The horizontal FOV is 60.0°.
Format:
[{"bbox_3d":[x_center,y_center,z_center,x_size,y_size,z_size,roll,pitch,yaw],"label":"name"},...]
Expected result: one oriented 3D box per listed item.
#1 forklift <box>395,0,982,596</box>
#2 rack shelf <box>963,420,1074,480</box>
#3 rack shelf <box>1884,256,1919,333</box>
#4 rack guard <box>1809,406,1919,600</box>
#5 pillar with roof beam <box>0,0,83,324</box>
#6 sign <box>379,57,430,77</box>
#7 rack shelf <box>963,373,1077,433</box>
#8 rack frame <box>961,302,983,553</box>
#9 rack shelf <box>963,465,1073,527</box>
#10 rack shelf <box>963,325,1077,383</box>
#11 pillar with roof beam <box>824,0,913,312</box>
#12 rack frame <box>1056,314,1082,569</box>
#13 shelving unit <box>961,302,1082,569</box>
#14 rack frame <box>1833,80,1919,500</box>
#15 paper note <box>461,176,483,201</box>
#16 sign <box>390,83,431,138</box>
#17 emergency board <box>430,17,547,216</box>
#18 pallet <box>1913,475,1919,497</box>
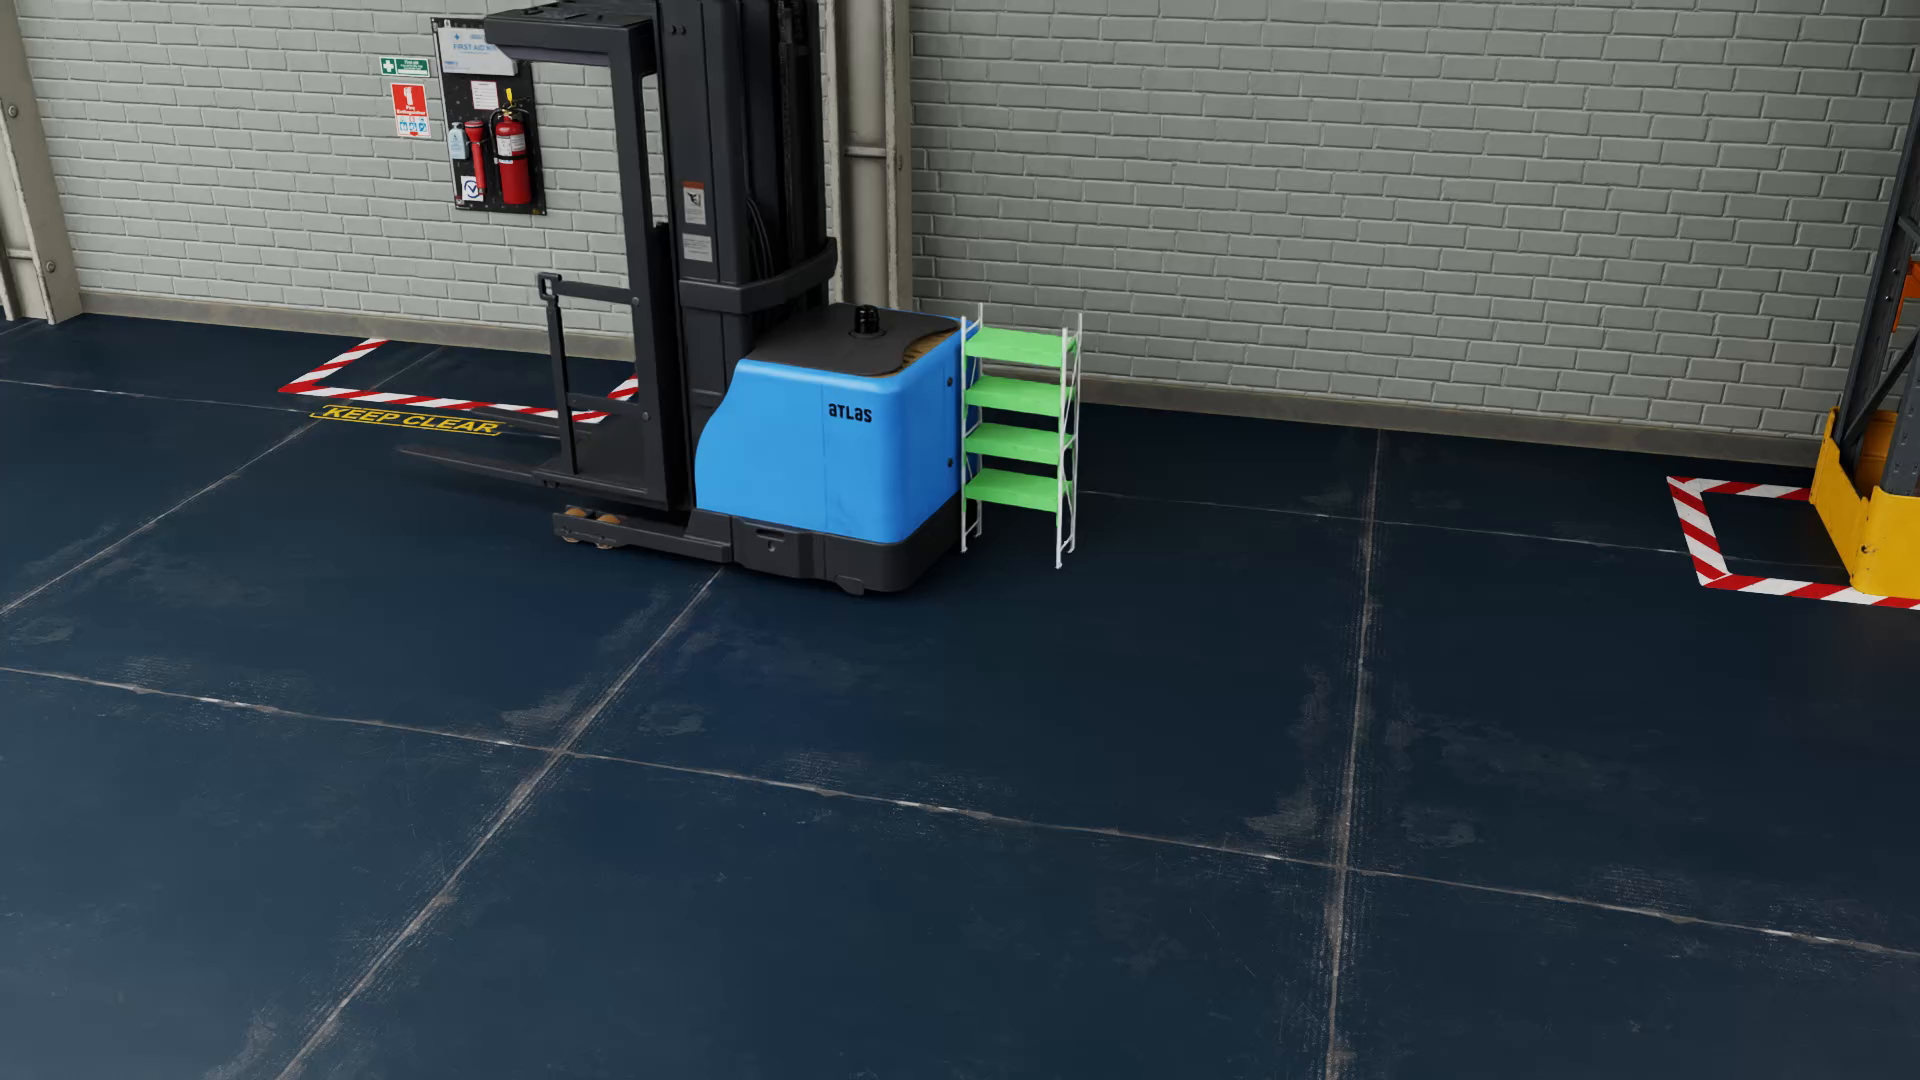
[{"bbox_3d":[-1.452,-1.472,7.932,3.031,2.935,1.130,11,27,21],"label":"forklift"},{"bbox_3d":[0.284,-0.431,7.908,0.480,0.148,0.258,10,27,19],"label":"rack shelf"},{"bbox_3d":[6.340,-0.801,7.280,4.000,0.370,1.077,6,26,13],"label":"rack shelf"},{"bbox_3d":[4.476,-0.203,8.095,0.348,0.500,1.175,6,26,13],"label":"rack guard"},{"bbox_3d":[-7.398,-3.826,5.818,0.400,9.000,9.100,6,26,13],"label":"pillar with roof beam"},{"bbox_3d":[-3.406,-2.901,10.196,0.331,0.109,0.001,6,26,13],"label":"sign"},{"bbox_3d":[0.284,-0.648,7.805,0.480,0.148,0.258,10,27,19],"label":"rack shelf"},{"bbox_3d":[0.056,-0.527,7.960,0.015,1.200,0.240,10,27,19],"label":"rack frame"},{"bbox_3d":[0.284,-0.214,8.011,0.480,0.148,0.258,10,27,19],"label":"rack shelf"},{"bbox_3d":[0.284,-0.864,7.702,0.480,0.148,0.258,10,27,19],"label":"rack shelf"},{"bbox_3d":[-1.587,-3.184,4.469,0.400,9.000,9.100,6,26,13],"label":"pillar with roof beam"},{"bbox_3d":[0.511,-0.450,7.800,0.015,1.200,0.240,10,27,19],"label":"rack frame"},{"bbox_3d":[0.284,-0.489,7.880,0.503,1.200,0.258,10,27,19],"label":"shelving unit"},{"bbox_3d":[4.403,-1.340,7.575,0.127,3.000,1.000,6,26,13],"label":"rack frame"},{"bbox_3d":[-3.053,-2.198,10.402,0.142,0.148,0.016,6,26,13],"label":"paper note"},{"bbox_3d":[-3.408,-2.666,10.319,0.234,0.329,0.001,6,26,13],"label":"sign"},{"bbox_3d":[-2.899,-2.548,10.112,0.643,1.169,0.194,6,26,13],"label":"emergency board"},{"bbox_3d":[5.254,0.029,7.944,1.213,0.211,1.003,6,26,13],"label":"pallet"}]
